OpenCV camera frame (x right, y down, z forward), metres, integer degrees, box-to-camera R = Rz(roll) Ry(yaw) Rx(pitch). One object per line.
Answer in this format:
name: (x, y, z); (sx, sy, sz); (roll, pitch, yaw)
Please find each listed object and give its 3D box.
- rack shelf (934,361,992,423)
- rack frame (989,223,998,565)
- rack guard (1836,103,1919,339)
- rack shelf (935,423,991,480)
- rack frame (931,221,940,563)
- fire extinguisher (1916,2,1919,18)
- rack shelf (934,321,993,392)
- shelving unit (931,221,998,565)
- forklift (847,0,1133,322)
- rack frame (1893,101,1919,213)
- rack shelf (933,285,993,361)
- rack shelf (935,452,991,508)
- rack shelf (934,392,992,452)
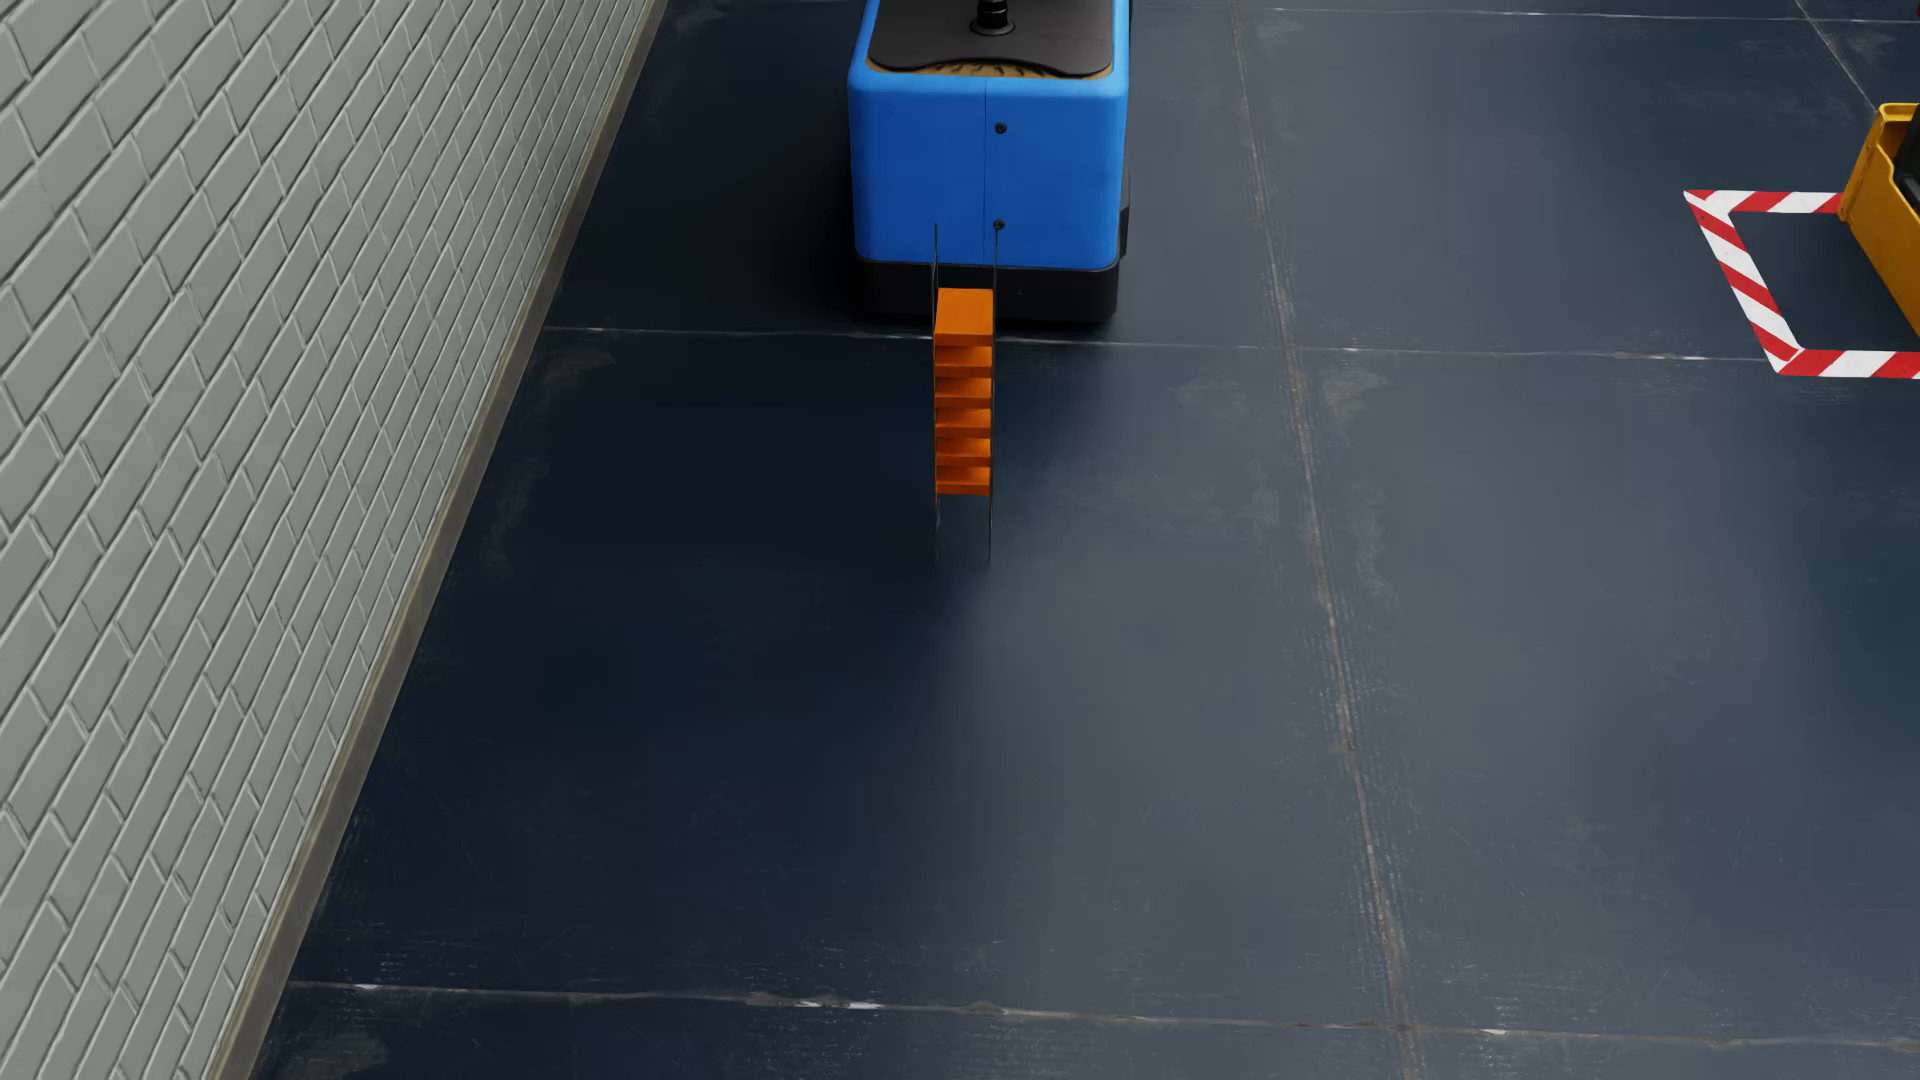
rack shelf: (0.014, -0.494, 5.289); (0.180, 0.103, 0.258); (2, 43, 2)
rack frame: (0.106, -0.436, 5.338); (0.006, 1.200, 0.240); (2, 43, 2)
rack guard: (3.989, -1.251, 6.726); (0.348, 0.500, 1.175); (2, 43, 2)
rack shelf: (0.014, -0.318, 5.453); (0.180, 0.103, 0.258); (2, 43, 2)
rack frame: (-0.077, -0.441, 5.344); (0.006, 1.200, 0.240); (2, 43, 2)
fire extinguisher: (3.884, -2.323, 6.374); (0.183, 0.674, 0.296); (2, 43, 2)
rack shelf: (0.014, -0.582, 5.207); (0.180, 0.103, 0.258); (2, 43, 2)
shelving unit: (0.014, -0.439, 5.341); (0.189, 1.200, 0.258); (2, 43, 2)
forklift: (0.203, -2.929, 6.744); (1.130, 2.935, 3.031); (3, 43, 3)
rack frame: (4.014, -2.174, 5.883); (0.127, 3.000, 1.000); (2, 43, 2)
rack shelf: (0.014, -0.669, 5.125); (0.180, 0.103, 0.258); (2, 43, 2)
rack shelf: (0.014, -0.230, 5.534); (0.180, 0.103, 0.258); (2, 43, 2)
rack shelf: (0.014, -0.406, 5.371); (0.180, 0.103, 0.258); (2, 43, 2)
